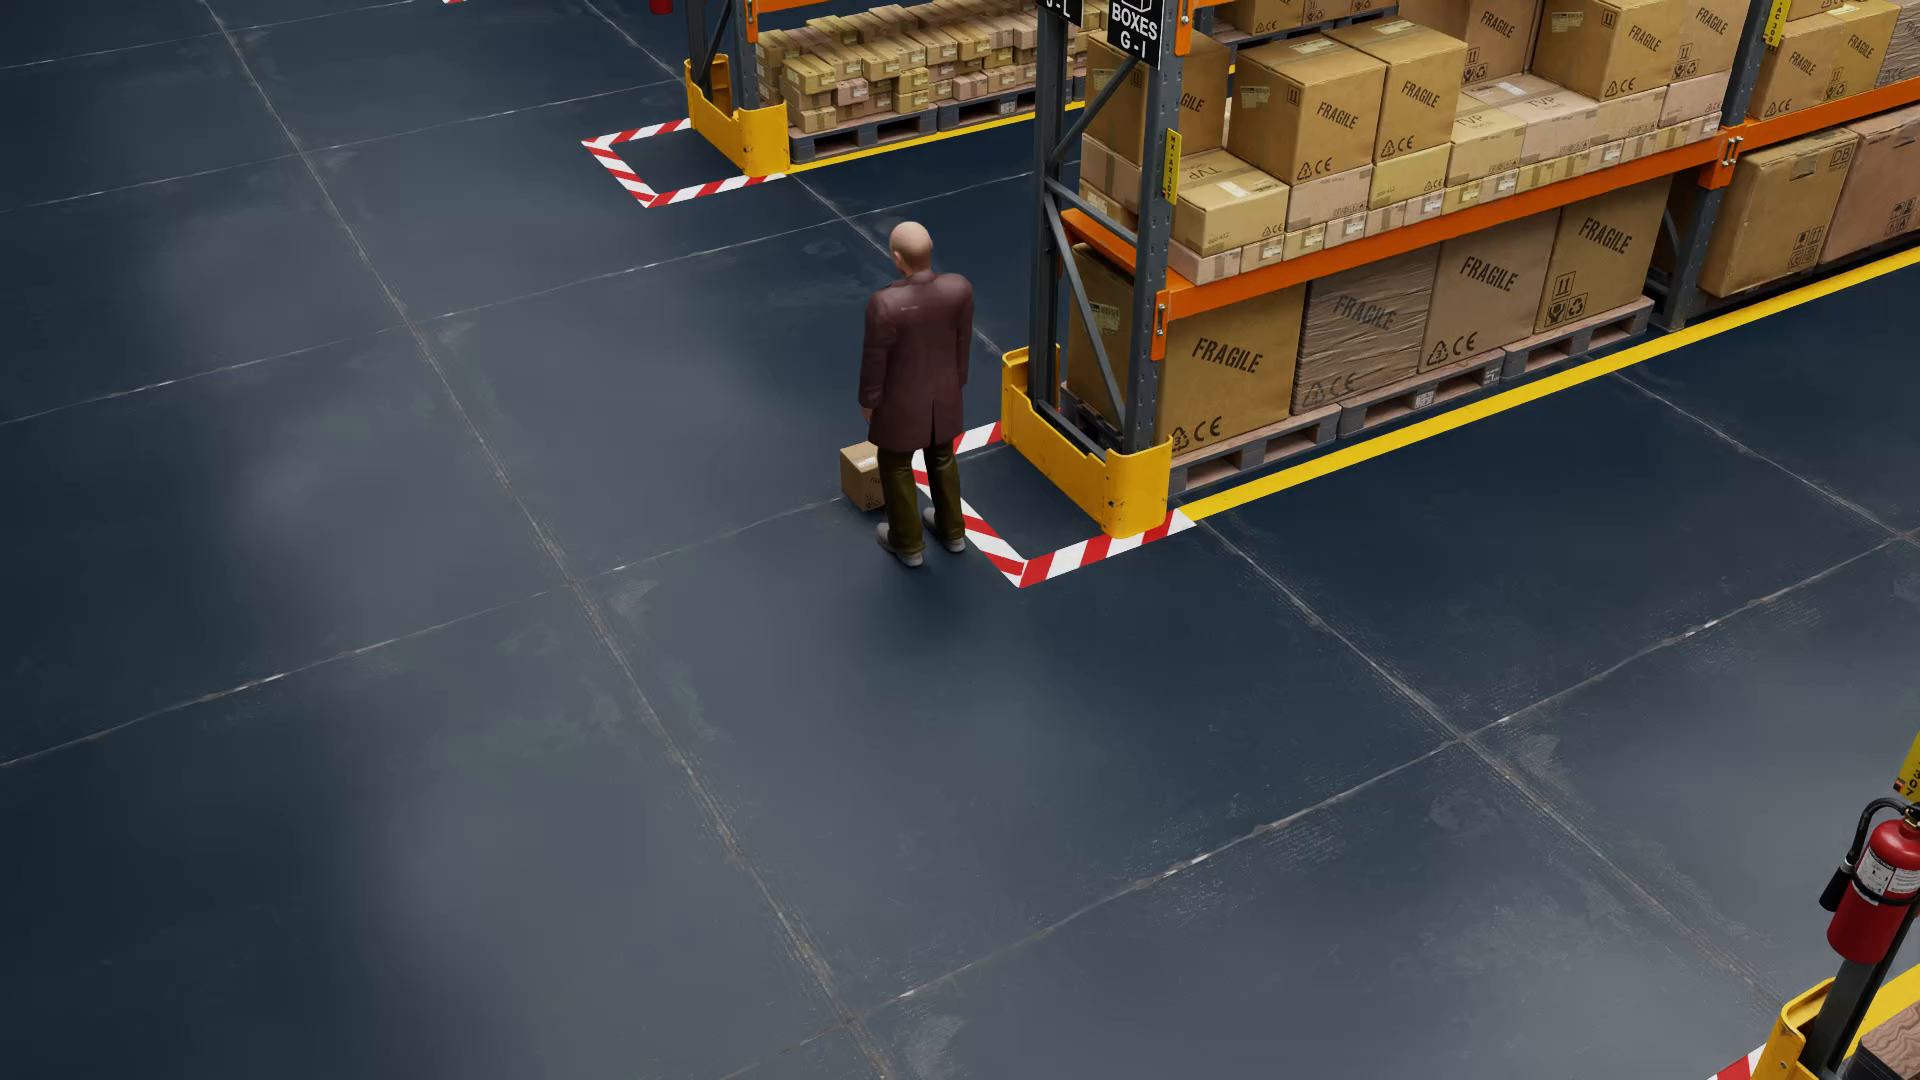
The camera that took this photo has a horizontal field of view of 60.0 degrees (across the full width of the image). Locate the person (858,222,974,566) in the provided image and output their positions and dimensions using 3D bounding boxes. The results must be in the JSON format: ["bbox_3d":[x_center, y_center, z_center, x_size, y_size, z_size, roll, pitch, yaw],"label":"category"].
[{"bbox_3d":[-0.223,-0.694,7.894,0.562,1.773,0.379,-18,40,-23],"label":"person"}]
